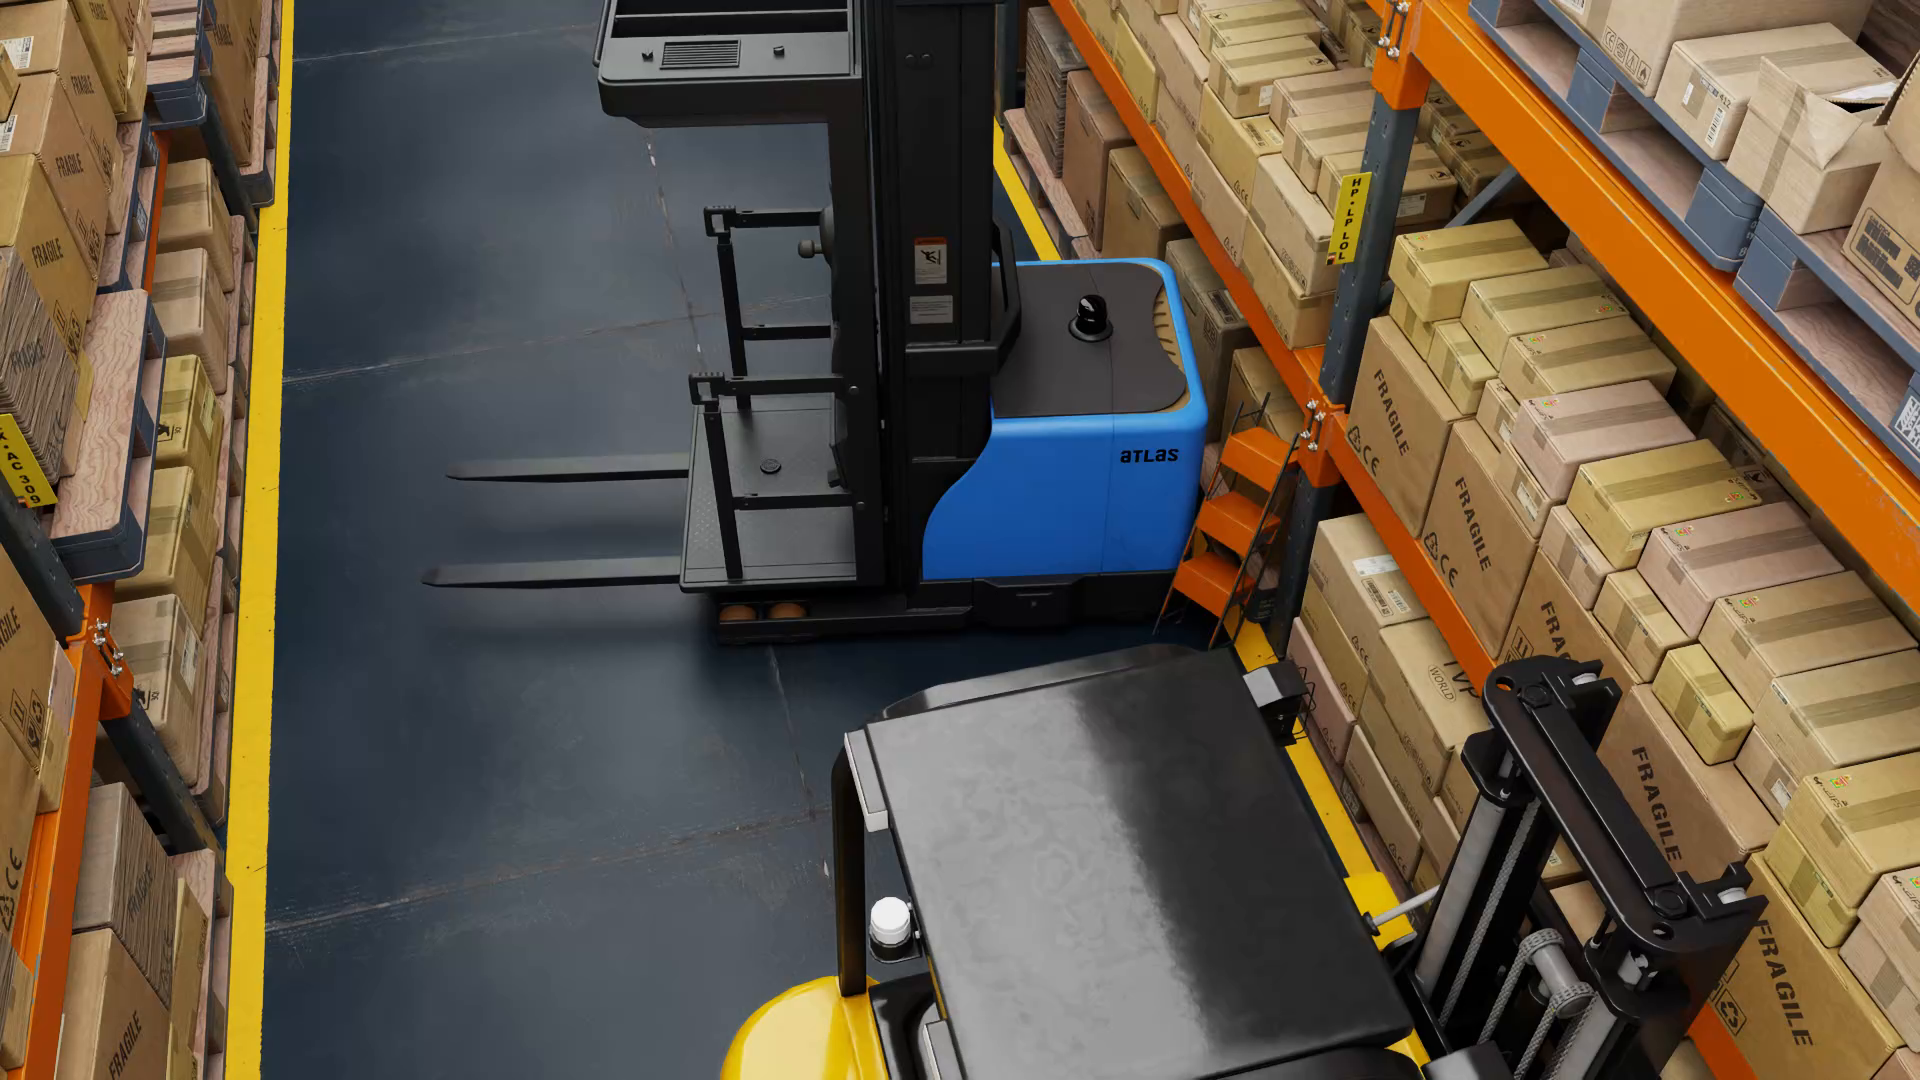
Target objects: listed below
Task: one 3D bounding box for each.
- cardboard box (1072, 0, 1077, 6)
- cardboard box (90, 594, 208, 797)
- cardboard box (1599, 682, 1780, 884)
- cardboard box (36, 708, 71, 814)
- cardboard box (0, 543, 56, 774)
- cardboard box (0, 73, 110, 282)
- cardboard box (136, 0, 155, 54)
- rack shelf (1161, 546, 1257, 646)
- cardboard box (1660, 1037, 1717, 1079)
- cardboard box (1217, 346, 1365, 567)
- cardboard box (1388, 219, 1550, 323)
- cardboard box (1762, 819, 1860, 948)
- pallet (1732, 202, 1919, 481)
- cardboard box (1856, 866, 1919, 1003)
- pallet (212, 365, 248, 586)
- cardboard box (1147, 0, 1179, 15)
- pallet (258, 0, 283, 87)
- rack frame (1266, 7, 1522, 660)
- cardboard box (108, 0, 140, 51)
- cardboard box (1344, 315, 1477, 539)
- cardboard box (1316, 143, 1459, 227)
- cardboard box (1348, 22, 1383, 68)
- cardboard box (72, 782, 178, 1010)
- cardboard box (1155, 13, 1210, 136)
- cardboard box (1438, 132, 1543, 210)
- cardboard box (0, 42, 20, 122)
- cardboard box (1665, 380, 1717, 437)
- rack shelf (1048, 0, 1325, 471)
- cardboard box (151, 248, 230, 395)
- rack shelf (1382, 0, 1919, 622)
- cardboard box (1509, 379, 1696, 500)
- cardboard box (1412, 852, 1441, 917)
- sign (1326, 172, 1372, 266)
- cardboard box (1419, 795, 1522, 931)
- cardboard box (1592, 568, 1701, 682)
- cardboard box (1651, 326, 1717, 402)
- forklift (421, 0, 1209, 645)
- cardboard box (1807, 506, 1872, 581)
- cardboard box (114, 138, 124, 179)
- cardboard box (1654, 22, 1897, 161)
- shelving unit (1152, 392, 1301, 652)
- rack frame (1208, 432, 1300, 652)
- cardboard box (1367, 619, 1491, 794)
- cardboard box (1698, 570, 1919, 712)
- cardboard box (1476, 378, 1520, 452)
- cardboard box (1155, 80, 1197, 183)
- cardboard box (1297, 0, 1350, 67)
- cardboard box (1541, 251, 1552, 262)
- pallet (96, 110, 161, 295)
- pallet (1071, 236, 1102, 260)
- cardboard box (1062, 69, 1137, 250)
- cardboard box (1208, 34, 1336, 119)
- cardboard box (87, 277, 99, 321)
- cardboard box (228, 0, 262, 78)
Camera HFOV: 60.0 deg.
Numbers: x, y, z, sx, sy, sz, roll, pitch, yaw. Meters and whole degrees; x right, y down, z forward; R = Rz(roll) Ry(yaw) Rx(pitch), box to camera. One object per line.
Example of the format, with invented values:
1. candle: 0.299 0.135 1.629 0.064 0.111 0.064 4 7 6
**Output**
1. cardboard box: 0.696 -2.723 7.674 0.500 0.250 0.500 -12 47 -11
2. cardboard box: -3.215 0.608 5.850 0.950 0.372 0.625 -10 46 -10
3. cardboard box: 1.968 0.663 4.180 0.500 0.500 0.500 -10 46 -10
4. cardboard box: -2.631 0.622 4.466 0.380 0.149 0.250 -10 46 -9
5. cardboard box: -2.725 0.320 4.309 0.500 0.500 0.500 -12 47 -11
6. cardboard box: -3.164 -1.154 5.460 0.500 0.500 0.500 -11 47 -11
7. cardboard box: -3.545 -2.102 6.843 0.380 0.149 0.250 -11 47 -11
8. rack shelf: 0.967 0.215 6.421 0.240 0.259 0.215 35 35 29
9. cardboard box: 2.048 1.555 4.307 0.500 0.250 0.500 -10 46 -10
10. cardboard box: 1.574 -0.387 6.648 0.875 0.625 0.625 -9 46 -9
11. cardboard box: 1.513 -0.805 4.957 0.380 0.149 0.250 -10 46 -10
12. cardboard box: 2.031 0.718 3.673 0.380 0.149 0.250 -10 46 -10
13. pallet: 2.271 -0.307 3.163 1.003 0.211 1.213 -11 47 -10
14. cardboard box: 2.095 0.789 3.395 0.380 0.149 0.250 -10 46 -9
15. pallet: -3.595 -0.208 7.057 1.003 0.211 1.213 -11 47 -10
16. cardboard box: 0.918 -2.216 6.548 0.380 0.149 0.250 -12 47 -11
17. pallet: -4.541 -2.987 9.780 1.003 0.211 1.213 -11 47 -10
18. rack frame: 1.719 -0.713 5.599 1.000 3.000 0.127 -11 47 -10
19. cardboard box: -3.575 -2.232 6.516 0.500 0.500 0.500 -11 47 -11
20. cardboard box: 1.580 -0.394 5.216 0.500 0.500 0.500 -12 47 -11
21. cardboard box: 1.416 -1.170 5.523 0.380 0.149 0.250 -9 46 -9
22. cardboard box: 1.669 -1.797 6.137 0.380 0.149 0.250 -11 47 -11
23. cardboard box: -2.668 1.110 4.919 0.500 0.500 0.500 -11 47 -11
24. cardboard box: 1.082 -1.835 6.454 0.500 0.250 0.500 -10 46 -10
25. cardboard box: 1.836 -1.257 5.608 0.380 0.149 0.250 -12 47 -11
26. cardboard box: -3.235 -1.436 5.282 0.380 0.149 0.250 -8 46 -8
27. cardboard box: 2.206 -0.449 4.816 0.380 0.149 0.250 -10 46 -9
28. rack shelf: 1.207 -1.842 7.209 1.077 0.370 4.000 -11 47 -10
29. cardboard box: -3.771 -0.892 7.320 0.950 0.372 0.625 -12 47 -11
30. rack shelf: 2.231 -0.130 3.431 1.077 0.370 4.000 -11 47 -10
31. cardboard box: 1.708 -0.270 4.432 0.380 0.149 0.250 -10 46 -9
32. cardboard box: 1.814 1.197 5.359 0.500 0.250 0.500 -10 46 -10
33. sign: 1.197 -0.984 5.110 0.100 0.325 0.005 -11 47 -10
34. cardboard box: 1.792 1.015 5.187 0.500 0.250 0.500 -11 47 -11
35. cardboard box: 1.846 0.182 4.198 0.380 0.149 0.250 -12 47 -12
36. cardboard box: 2.197 -0.553 4.710 0.380 0.149 0.250 -11 47 -11
37. forklift: -0.624 -1.001 5.930 3.031 2.935 1.130 -2 46 -2
38. cardboard box: 2.389 -0.024 4.191 0.380 0.149 0.250 -11 47 -11
39. cardboard box: -3.318 -1.385 6.139 0.380 0.149 0.250 -12 47 -12
40. cardboard box: 1.737 -0.961 3.554 0.380 0.149 0.250 -9 46 -9
41. shelving unit: 1.039 -0.025 6.278 0.252 1.050 0.215 35 35 29
42. rack frame: 1.126 0.036 6.219 0.008 1.050 0.200 35 35 29
43. cardboard box: 1.660 0.499 5.343 0.500 0.250 0.500 -11 47 -10
44. cardboard box: 2.001 0.239 3.934 0.380 0.149 0.250 -11 47 -10
45. cardboard box: 1.707 -0.353 4.723 0.380 0.149 0.250 -11 47 -10
46. cardboard box: 1.105 -1.655 6.627 0.500 0.250 0.500 -10 47 -10
47. cardboard box: 1.597 -1.938 6.554 0.500 0.250 0.500 -12 47 -11
48. cardboard box: 1.855 -1.054 6.038 0.500 0.250 0.500 -10 46 -10
49. pallet: -3.556 -1.138 6.150 1.003 0.211 1.213 -11 47 -10
50. pallet: 1.176 -1.082 7.913 1.003 0.211 1.213 -11 47 -10
51. cardboard box: 1.016 -1.907 8.138 0.875 0.625 0.625 -9 46 -9
52. cardboard box: 1.126 -1.681 6.024 0.380 0.149 0.250 -12 47 -12
53. cardboard box: -3.142 -0.842 5.608 0.380 0.149 0.250 -10 46 -10
54. cardboard box: -4.424 -3.076 9.109 0.875 0.875 0.875 -10 46 -10
